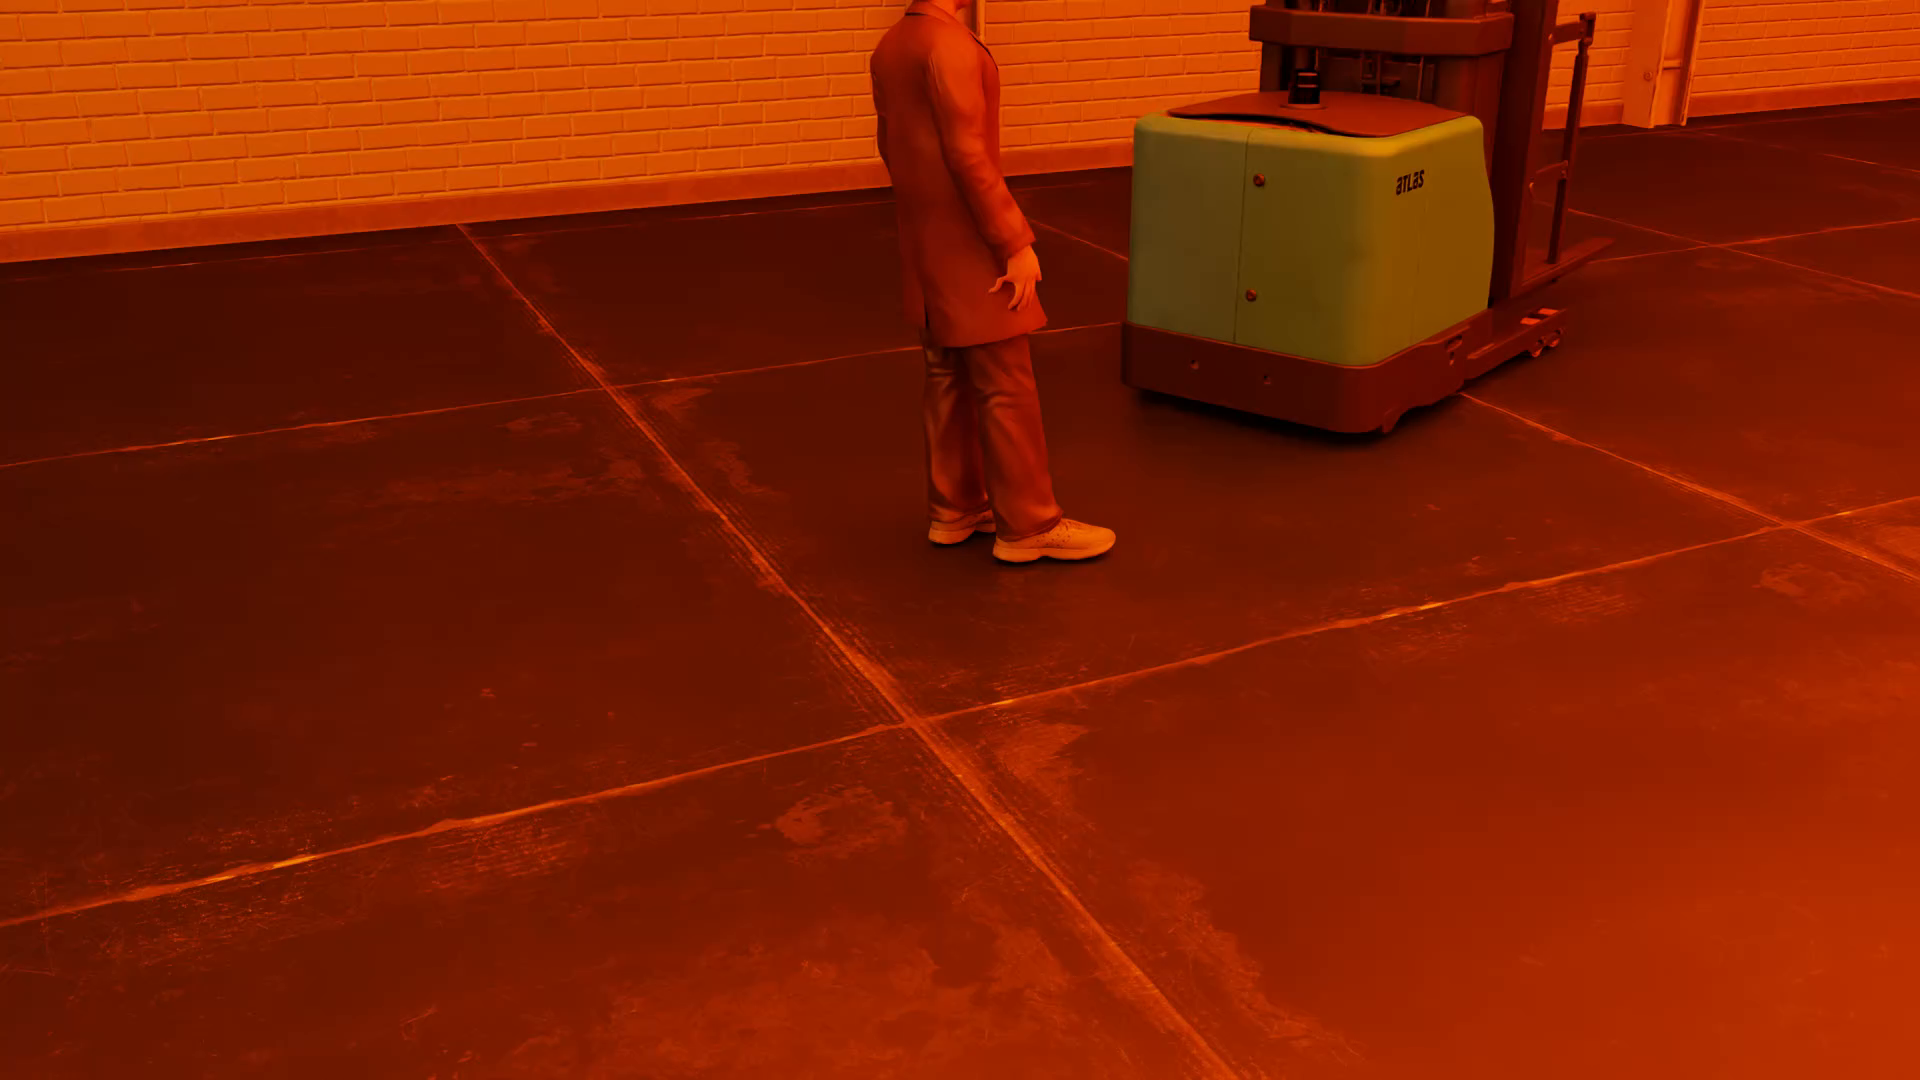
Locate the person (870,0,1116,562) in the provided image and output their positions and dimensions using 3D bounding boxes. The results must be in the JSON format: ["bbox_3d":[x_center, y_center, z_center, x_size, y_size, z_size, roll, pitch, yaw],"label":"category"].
[{"bbox_3d":[0.085,-0.842,4.795,0.579,1.778,0.698,-10,25,-23],"label":"person"}]

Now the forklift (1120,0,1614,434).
[{"bbox_3d":[1.935,-2.221,6.632,1.130,2.935,3.031,17,28,36],"label":"forklift"}]
